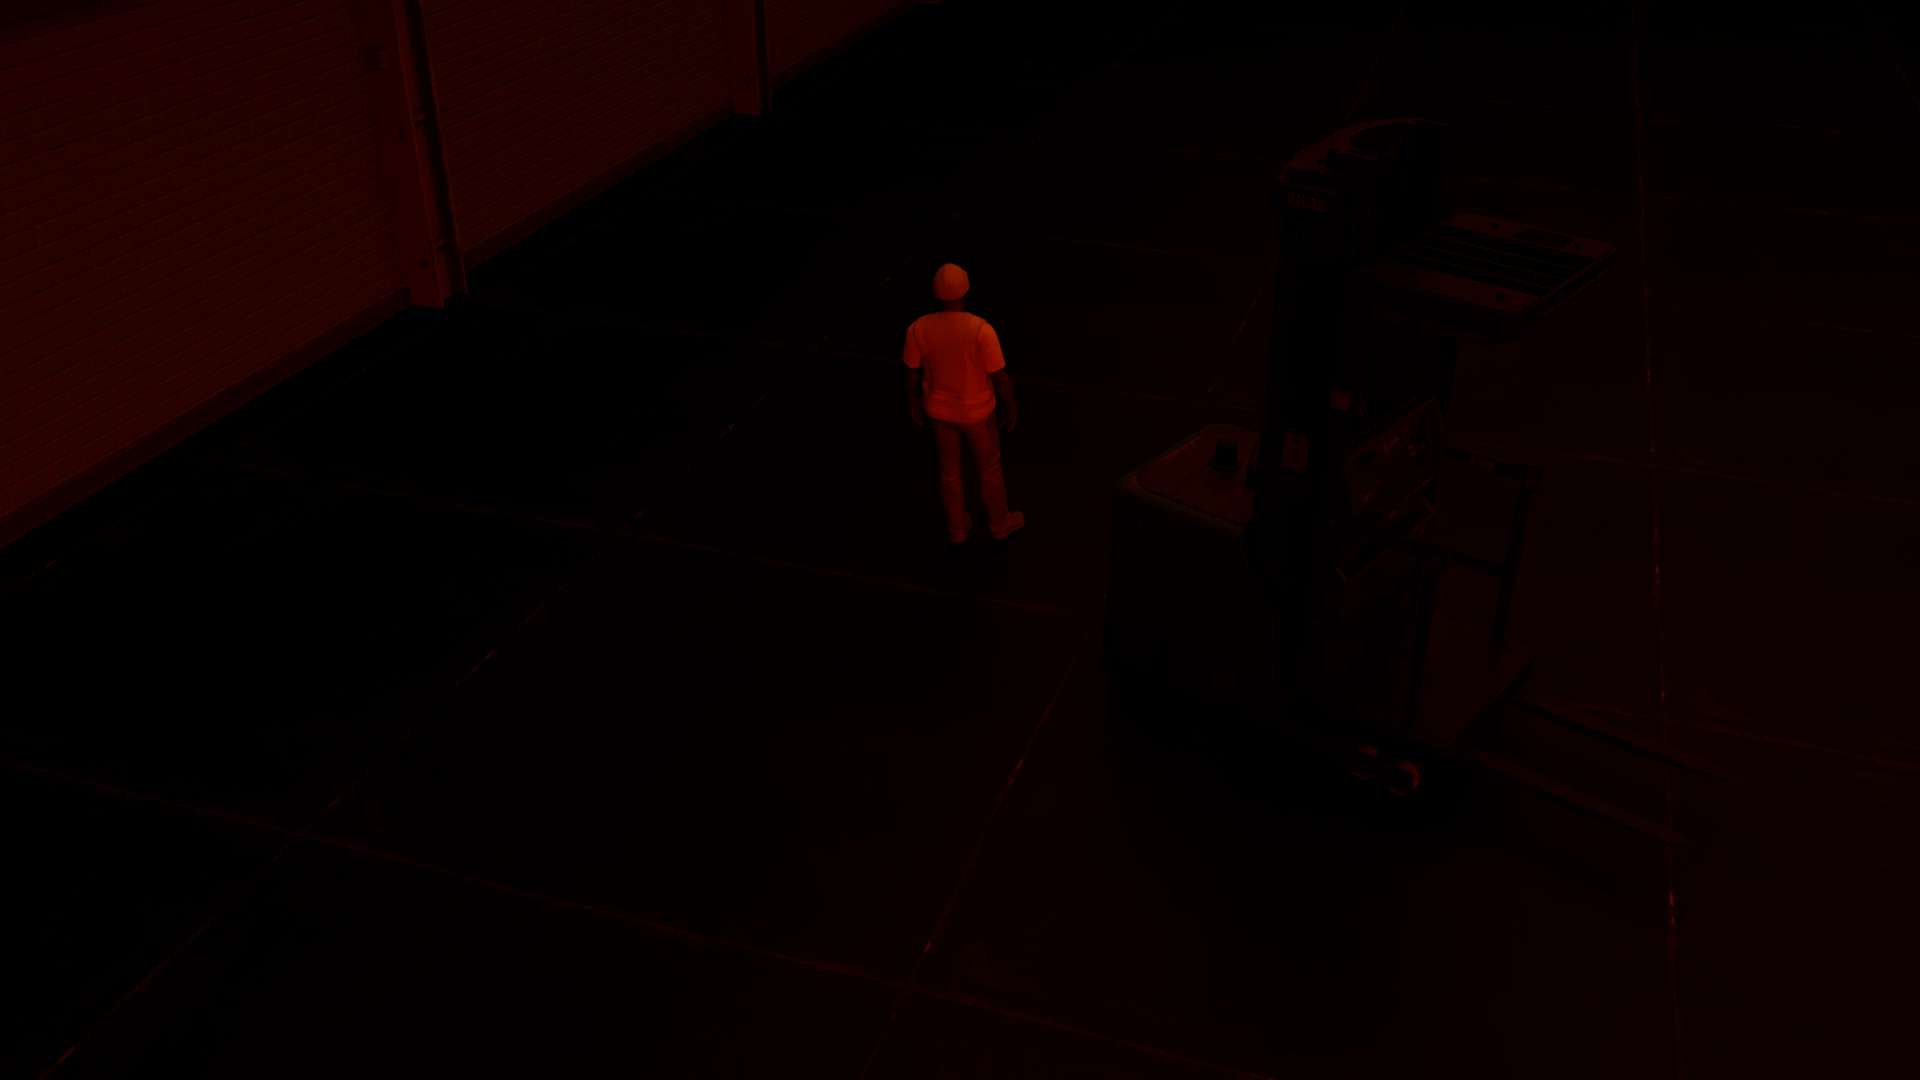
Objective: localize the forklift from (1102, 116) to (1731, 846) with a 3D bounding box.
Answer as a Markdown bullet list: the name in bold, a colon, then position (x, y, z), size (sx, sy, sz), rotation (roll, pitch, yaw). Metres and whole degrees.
- **forklift**: position (2.217, -0.348, 7.748), size (3.031, 2.935, 1.130), rotation (23, 37, 34)

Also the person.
- **person**: position (0.027, -0.805, 9.712), size (0.666, 1.768, 0.575), rotation (10, 31, 16)
